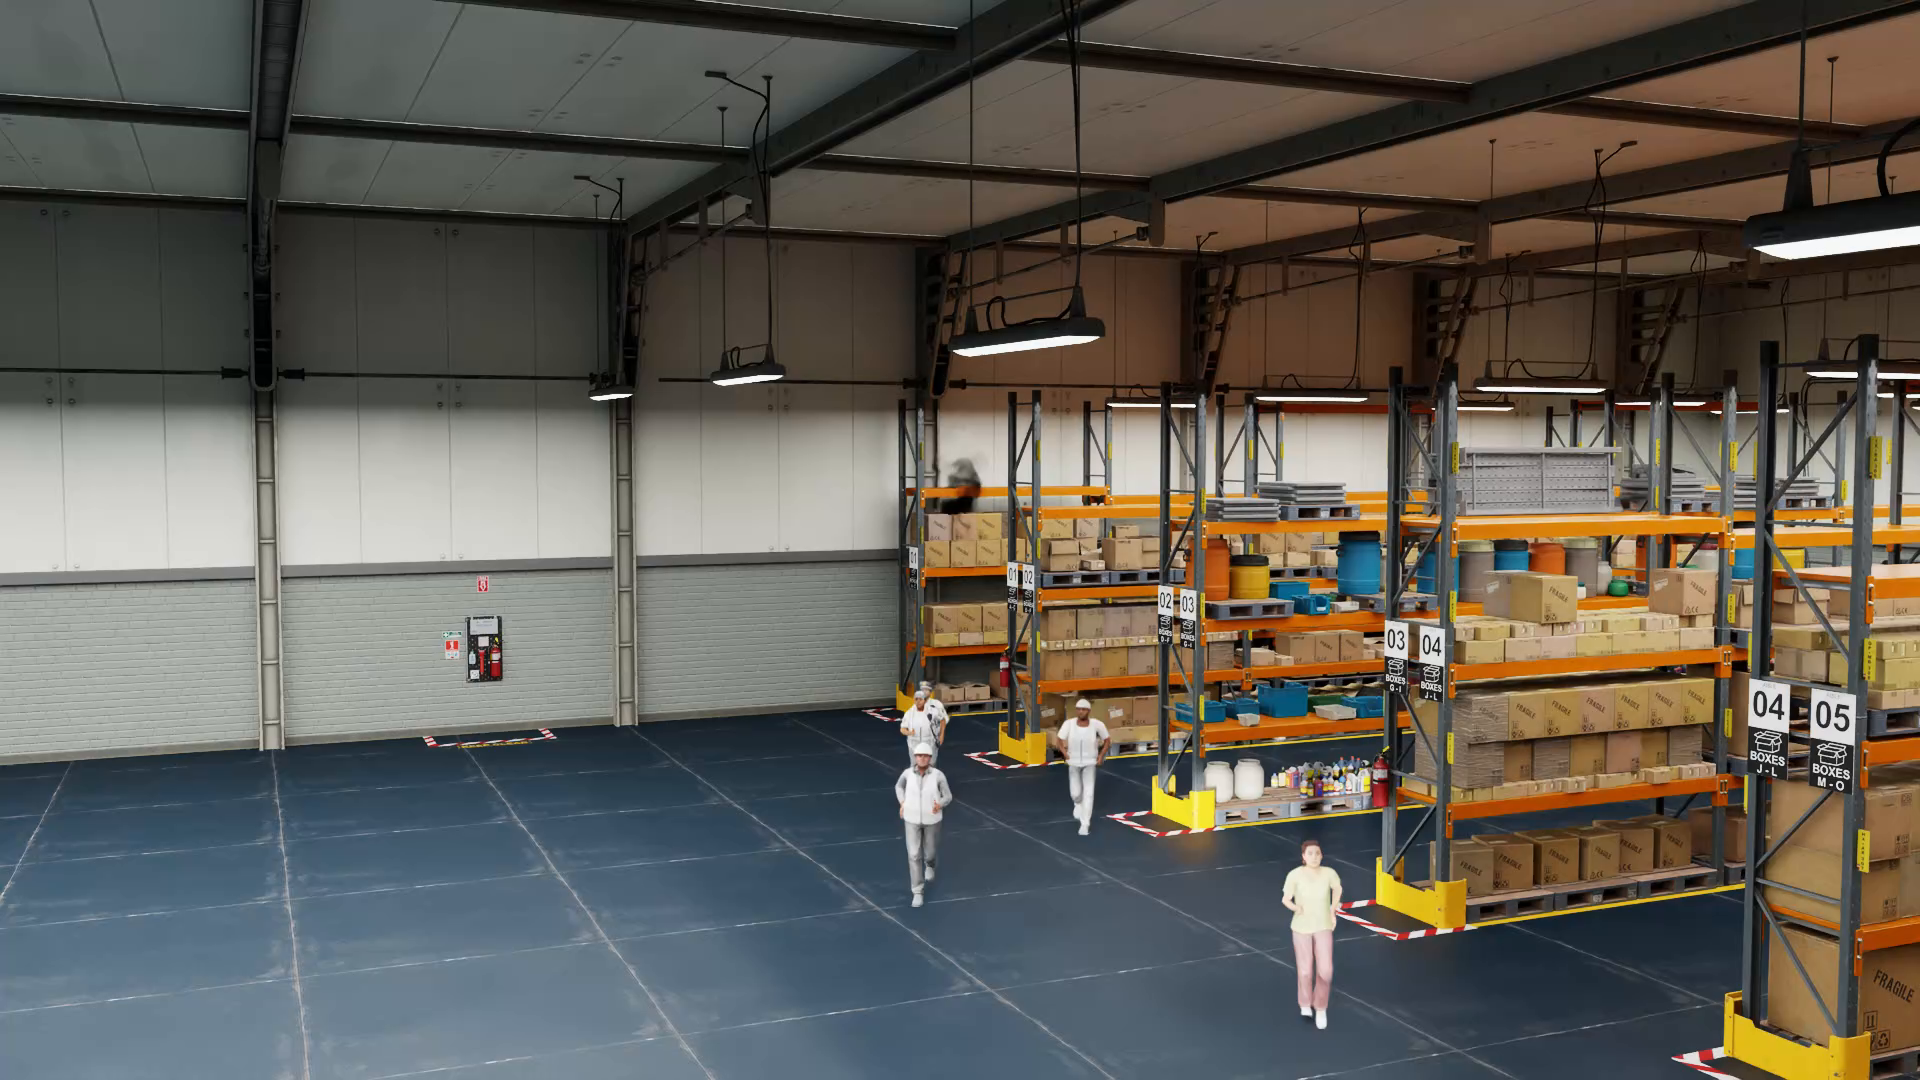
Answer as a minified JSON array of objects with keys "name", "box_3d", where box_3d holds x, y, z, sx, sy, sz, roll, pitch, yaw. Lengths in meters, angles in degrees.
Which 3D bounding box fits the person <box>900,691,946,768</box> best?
[{"name":"person","box_3d":[-0.520,2.963,23.502,0.612,1.704,0.909,0,3,8]}]

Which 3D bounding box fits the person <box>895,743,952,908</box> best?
[{"name":"person","box_3d":[-0.420,3.180,18.848,0.663,1.778,0.928,0,3,3]}]

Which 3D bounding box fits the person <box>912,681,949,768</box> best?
[{"name":"person","box_3d":[-0.470,2.904,24.554,0.616,1.675,0.561,1,3,11]}]

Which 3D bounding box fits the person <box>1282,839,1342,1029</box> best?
[{"name":"person","box_3d":[3.118,3.480,14.722,0.533,1.669,0.679,1,3,9]}]

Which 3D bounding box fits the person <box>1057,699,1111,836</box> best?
[{"name":"person","box_3d":[1.653,2.995,22.227,0.721,1.772,0.787,0,3,3]}]
